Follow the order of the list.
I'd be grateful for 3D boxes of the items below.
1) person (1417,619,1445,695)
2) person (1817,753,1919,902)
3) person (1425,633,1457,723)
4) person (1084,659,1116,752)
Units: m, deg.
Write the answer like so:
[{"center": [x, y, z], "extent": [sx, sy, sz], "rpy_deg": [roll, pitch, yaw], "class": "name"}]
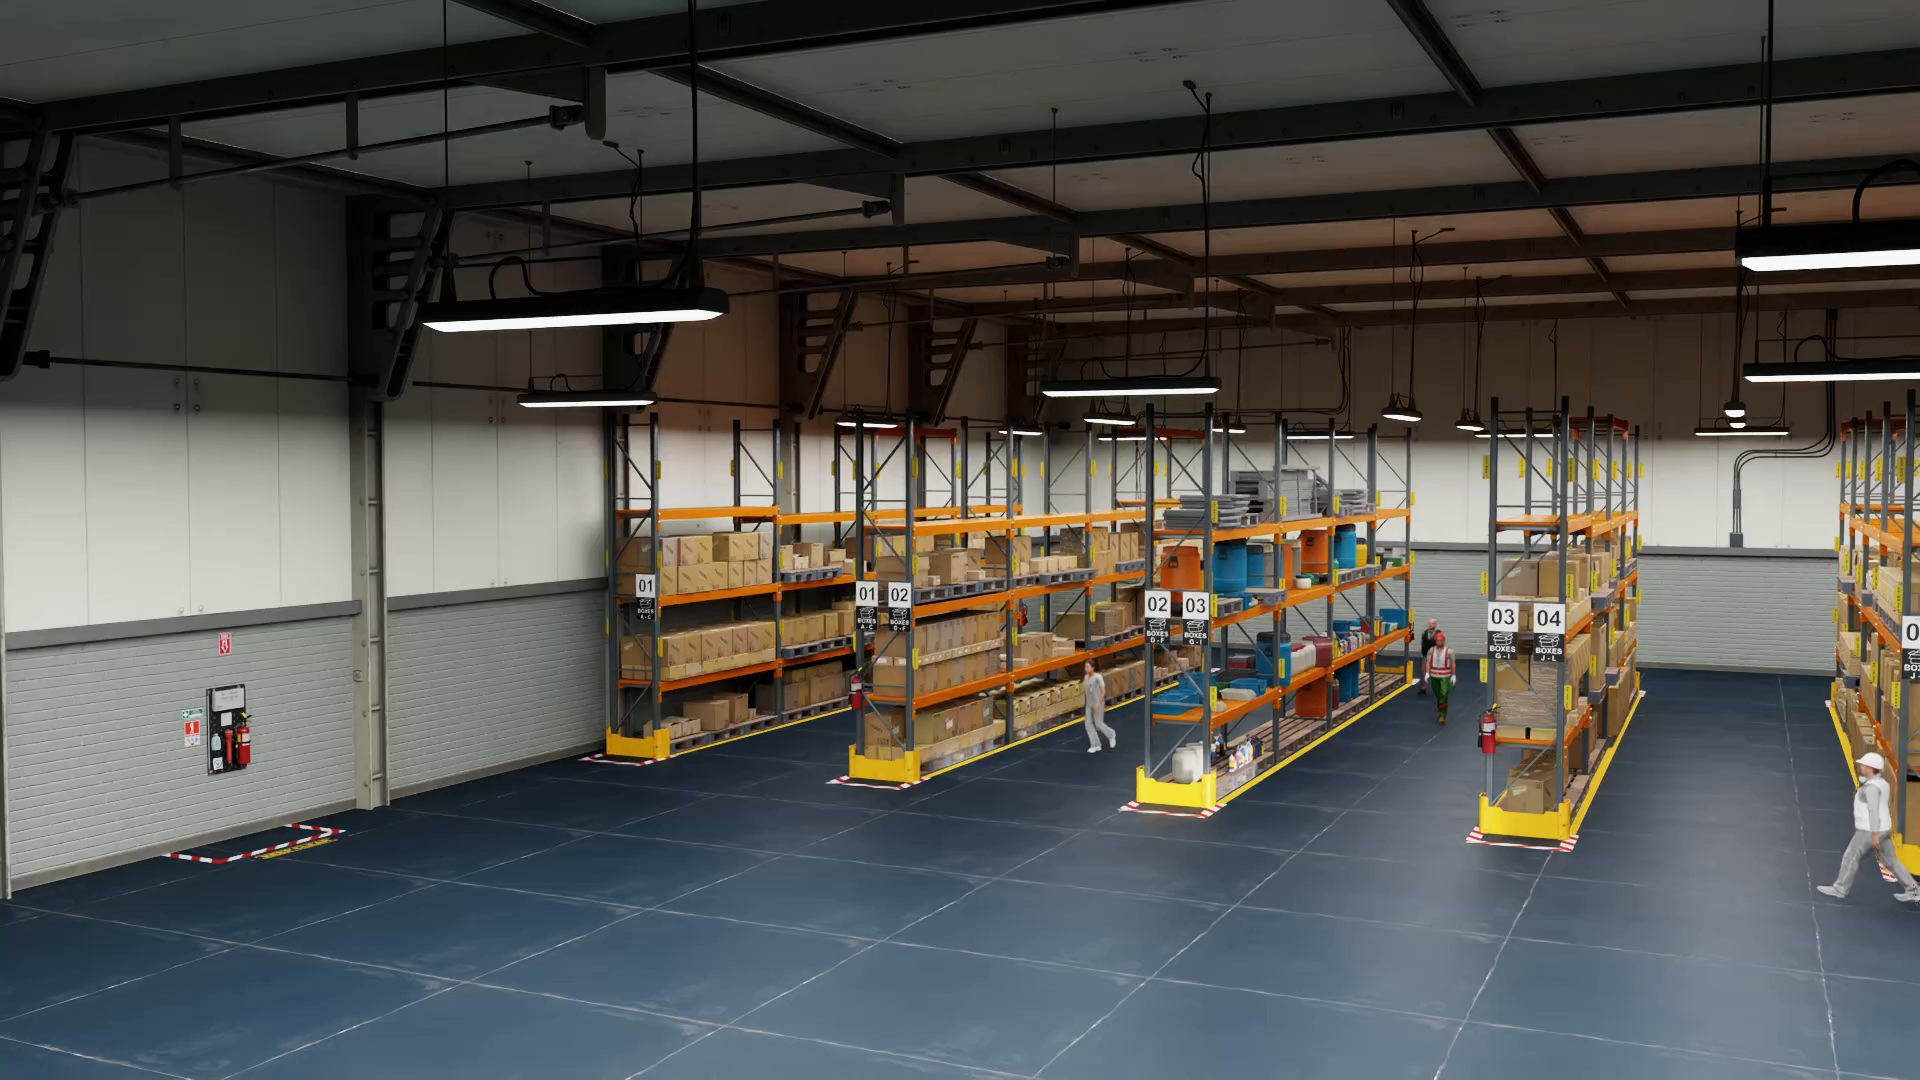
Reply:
[{"center": [10.480, 2.591, 36.956], "extent": [0.552, 1.676, 0.970], "rpy_deg": [1, 3, 32], "class": "person"}, {"center": [10.544, 3.324, 19.235], "extent": [1.070, 1.726, 0.550], "rpy_deg": [2, 3, 41], "class": "person"}, {"center": [9.489, 2.710, 32.944], "extent": [0.547, 1.744, 0.925], "rpy_deg": [2, 3, 36], "class": "person"}, {"center": [2.484, 2.938, 29.679], "extent": [0.647, 1.645, 0.498], "rpy_deg": [-2, 3, -43], "class": "person"}]
